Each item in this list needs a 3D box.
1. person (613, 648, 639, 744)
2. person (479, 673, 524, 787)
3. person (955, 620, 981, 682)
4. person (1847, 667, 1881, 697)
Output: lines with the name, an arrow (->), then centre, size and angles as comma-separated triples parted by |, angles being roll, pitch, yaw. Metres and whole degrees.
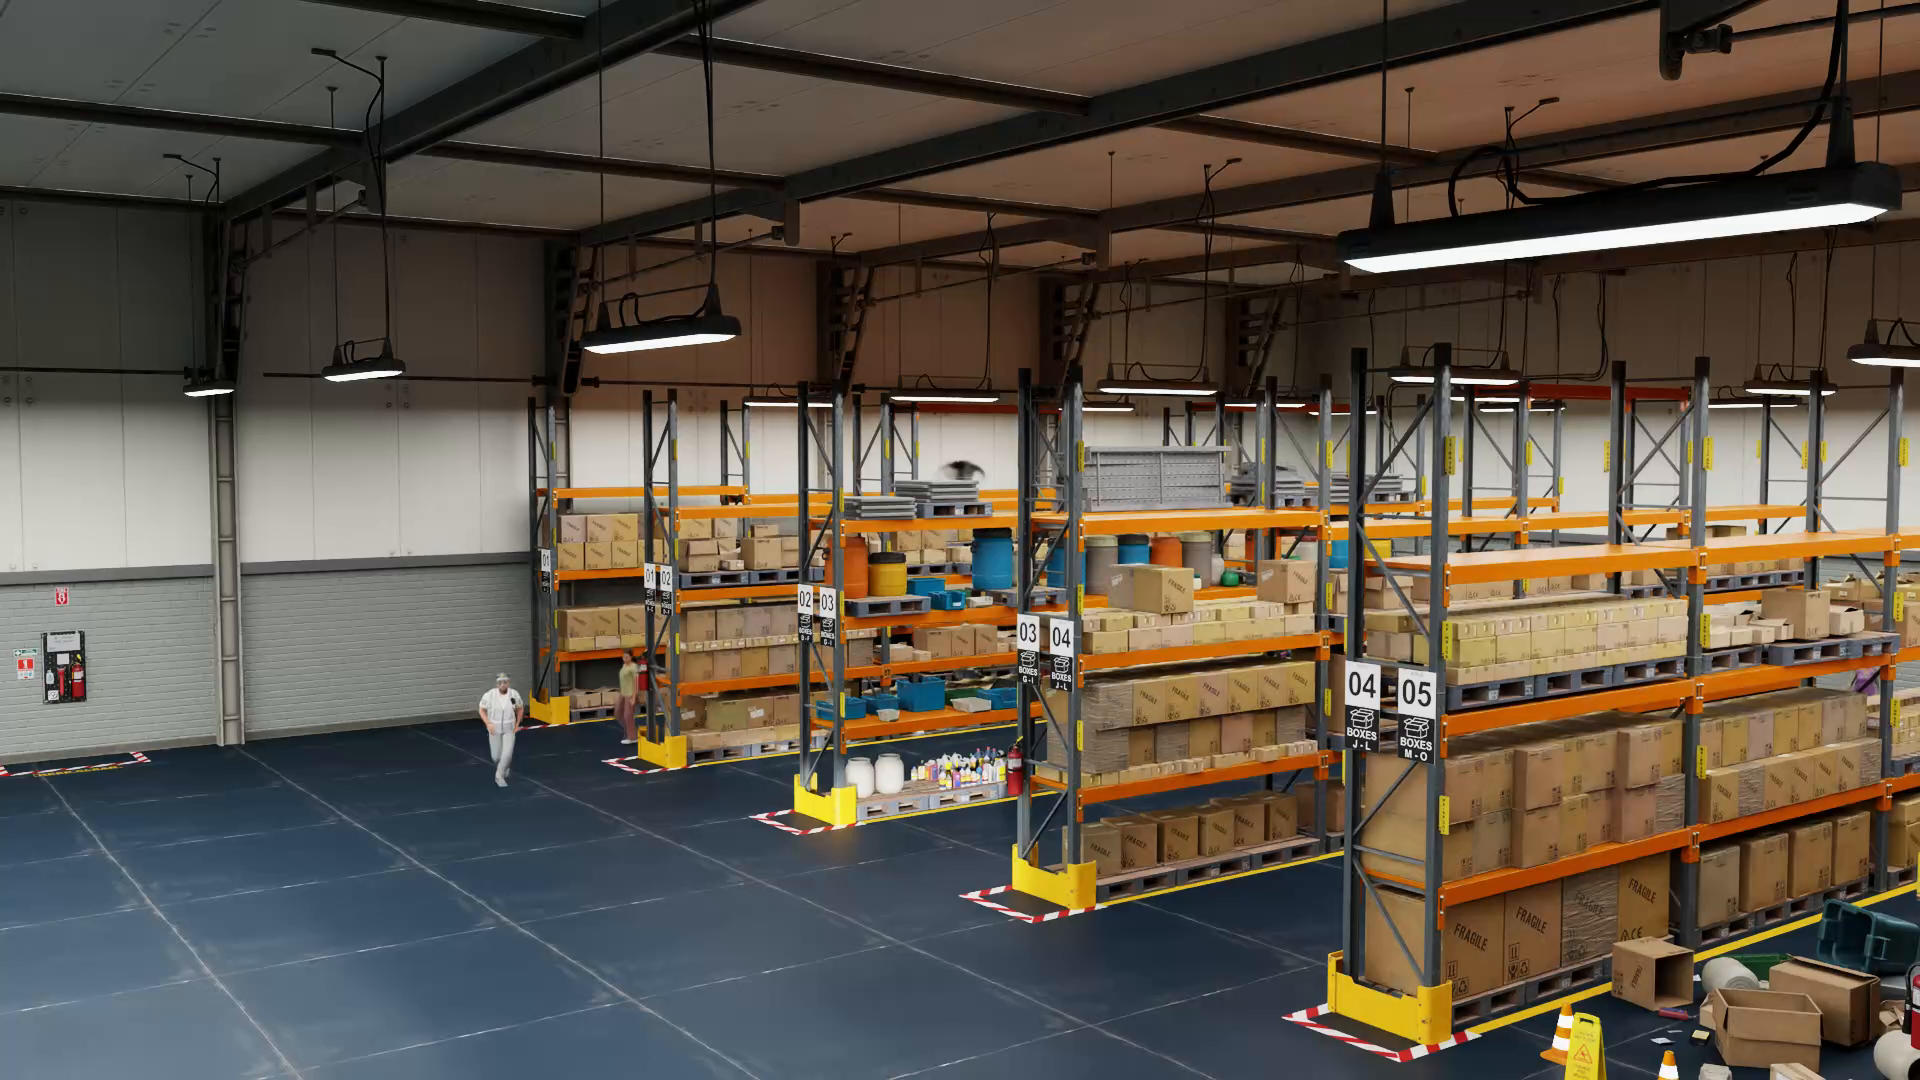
person -> -5.627, 2.641, 28.288 | 0.437, 1.656, 0.580 | -3, 4, -39
person -> -6.921, 2.836, 25.114 | 0.655, 1.724, 0.595 | -1, 4, -17
person -> 0.166, 2.310, 34.347 | 0.687, 1.699, 0.631 | -2, 4, -35
person -> 15.675, 2.699, 28.812 | 0.598, 1.524, 0.790 | 2, 4, 26
